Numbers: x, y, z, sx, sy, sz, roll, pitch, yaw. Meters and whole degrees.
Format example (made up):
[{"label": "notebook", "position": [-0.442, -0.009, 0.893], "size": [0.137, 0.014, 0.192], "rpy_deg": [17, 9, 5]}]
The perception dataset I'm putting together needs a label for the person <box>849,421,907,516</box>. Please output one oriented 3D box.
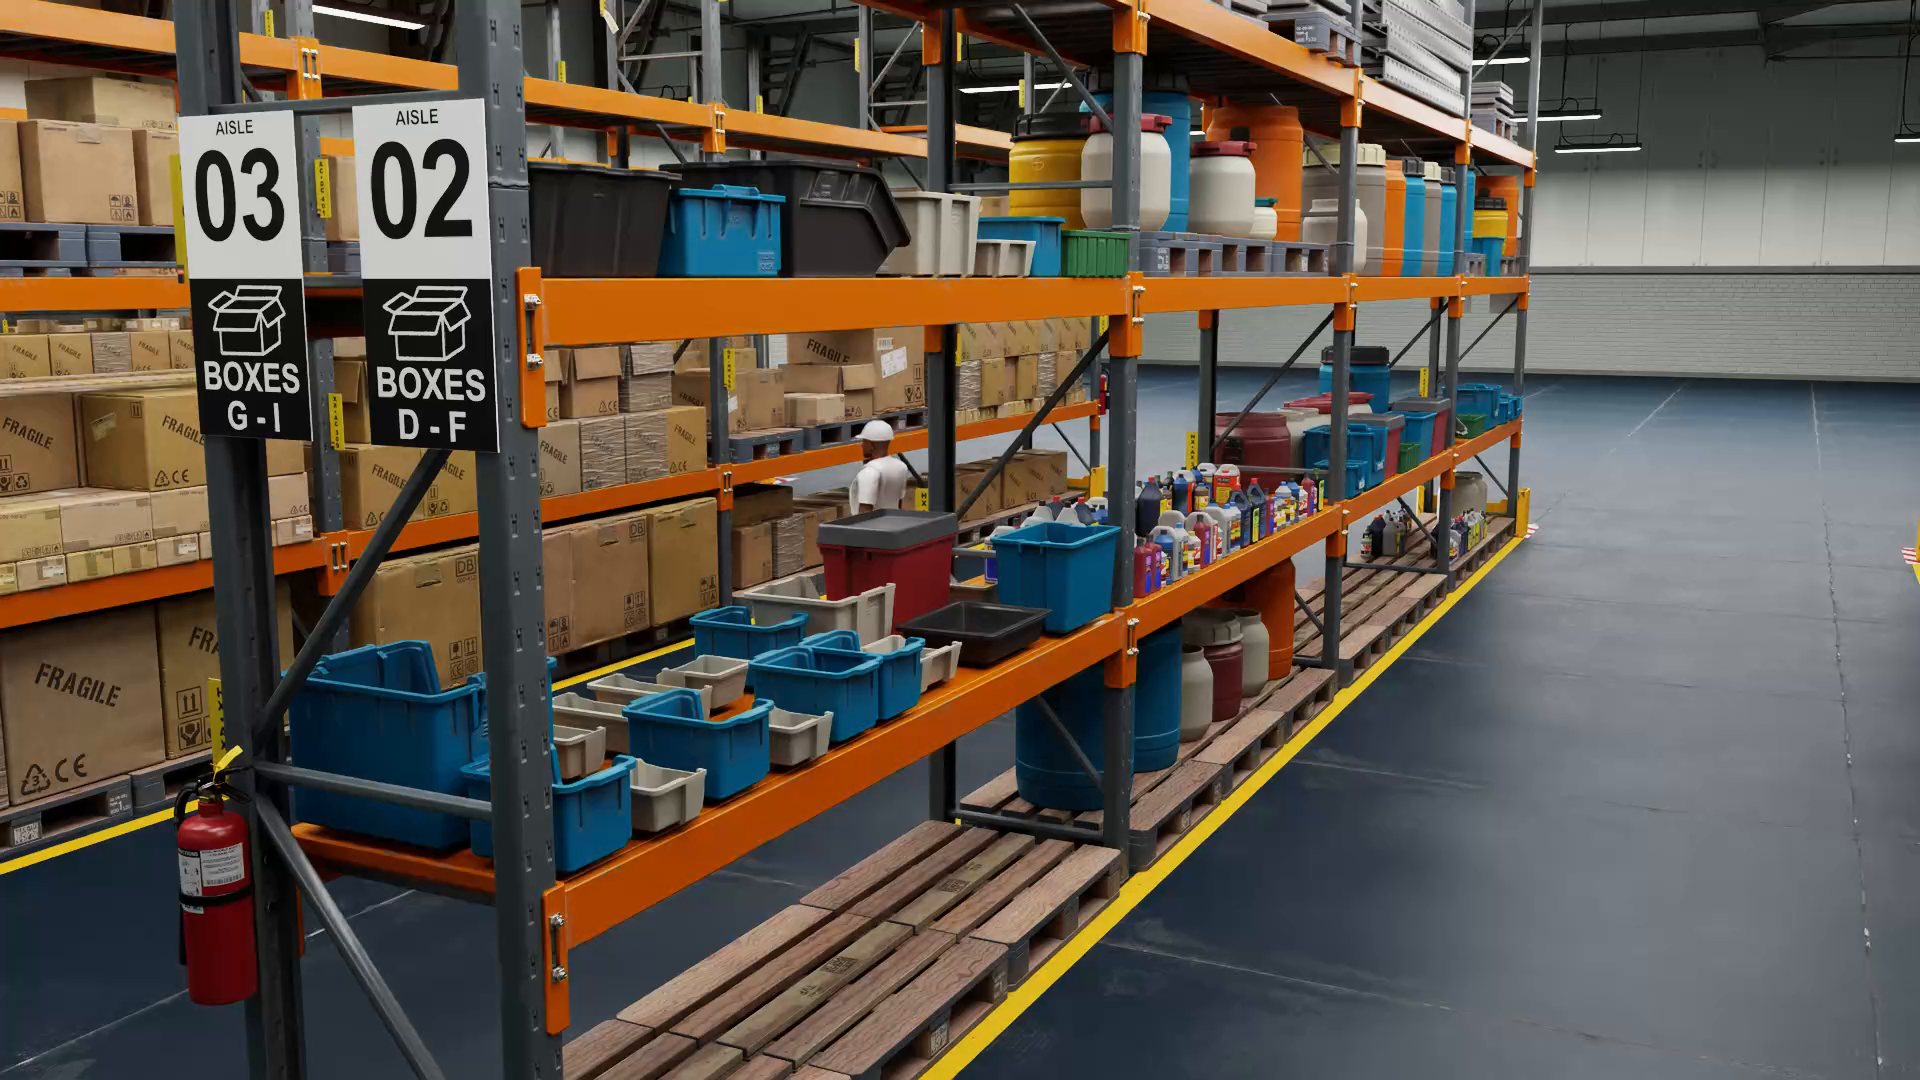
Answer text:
[{"label": "person", "position": [-0.643, -0.001, 12.324], "size": [0.428, 1.770, 0.562], "rpy_deg": [5, 10, 27]}]
